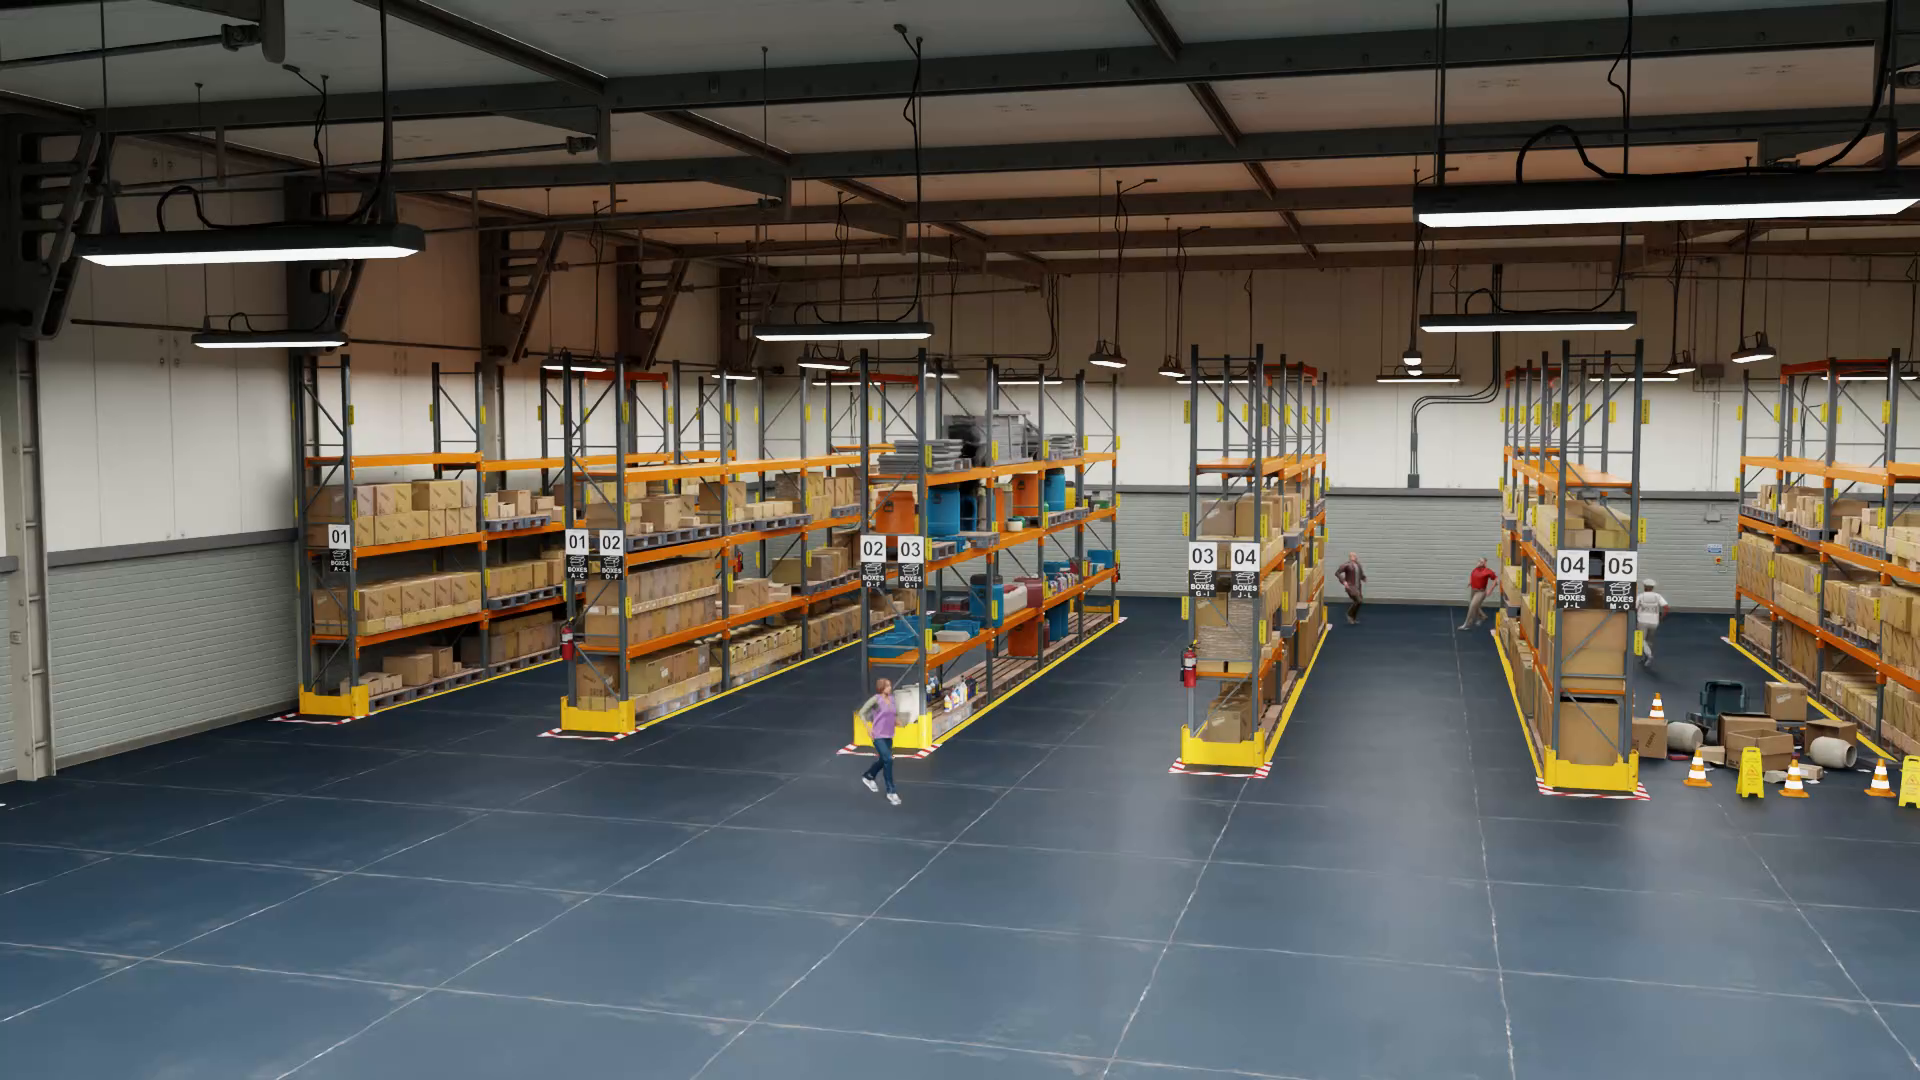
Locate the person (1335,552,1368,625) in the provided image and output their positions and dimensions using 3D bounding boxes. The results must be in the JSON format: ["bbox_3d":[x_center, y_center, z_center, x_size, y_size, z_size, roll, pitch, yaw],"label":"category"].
[{"bbox_3d":[9.422,1.159,39.696,0.762,1.739,0.592,-3,5,-32],"label":"person"}]

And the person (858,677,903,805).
[{"bbox_3d":[-1.019,2.581,21.631,0.790,1.615,0.552,4,6,40],"label":"person"}]

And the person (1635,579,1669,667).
[{"bbox_3d":[13.575,1.642,32.833,0.668,1.753,0.981,0,4,2],"label":"person"}]

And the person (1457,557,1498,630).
[{"bbox_3d":[12.078,1.247,38.702,0.974,1.696,0.734,-2,5,-26],"label":"person"}]
